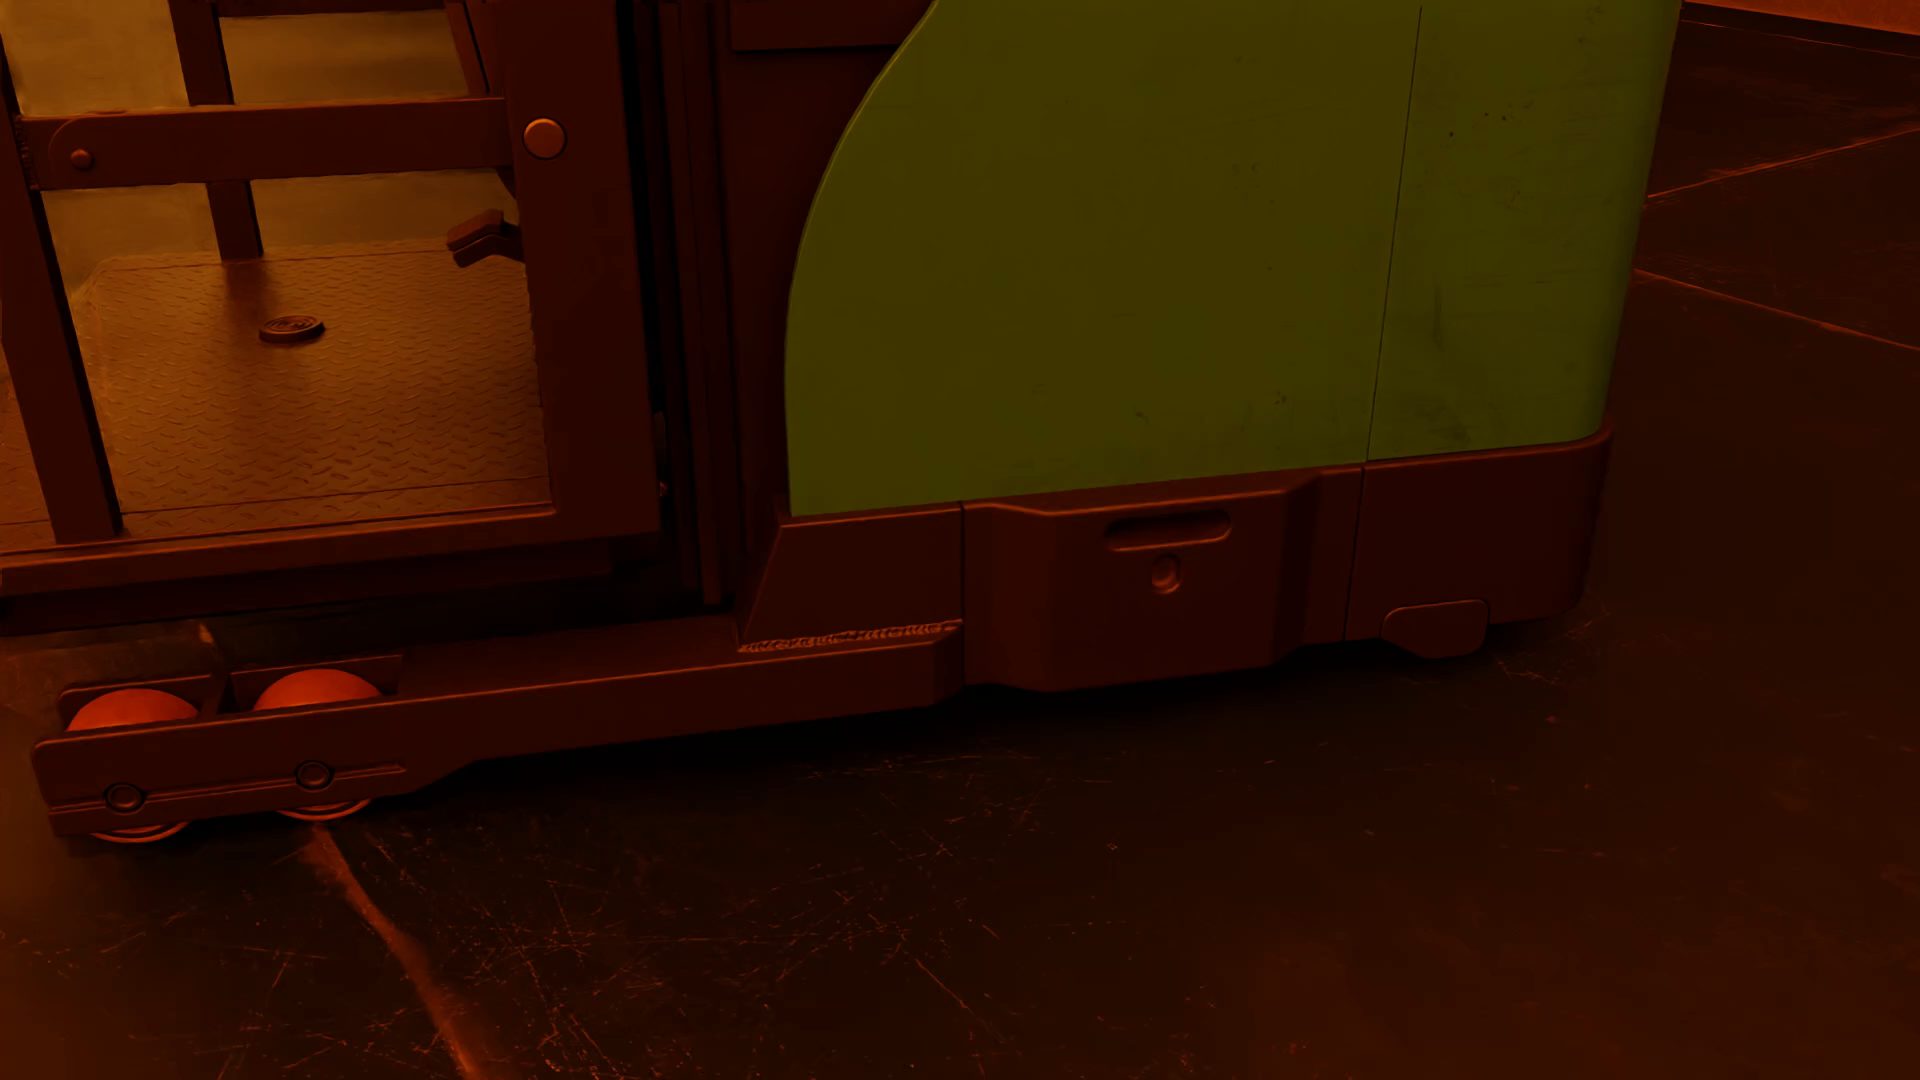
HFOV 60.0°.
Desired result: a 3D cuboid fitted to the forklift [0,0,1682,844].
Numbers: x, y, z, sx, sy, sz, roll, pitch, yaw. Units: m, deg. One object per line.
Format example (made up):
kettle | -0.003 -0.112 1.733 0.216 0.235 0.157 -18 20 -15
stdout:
forklift | -0.742 -1.236 1.694 3.031 2.935 1.130 -6 27 -11
